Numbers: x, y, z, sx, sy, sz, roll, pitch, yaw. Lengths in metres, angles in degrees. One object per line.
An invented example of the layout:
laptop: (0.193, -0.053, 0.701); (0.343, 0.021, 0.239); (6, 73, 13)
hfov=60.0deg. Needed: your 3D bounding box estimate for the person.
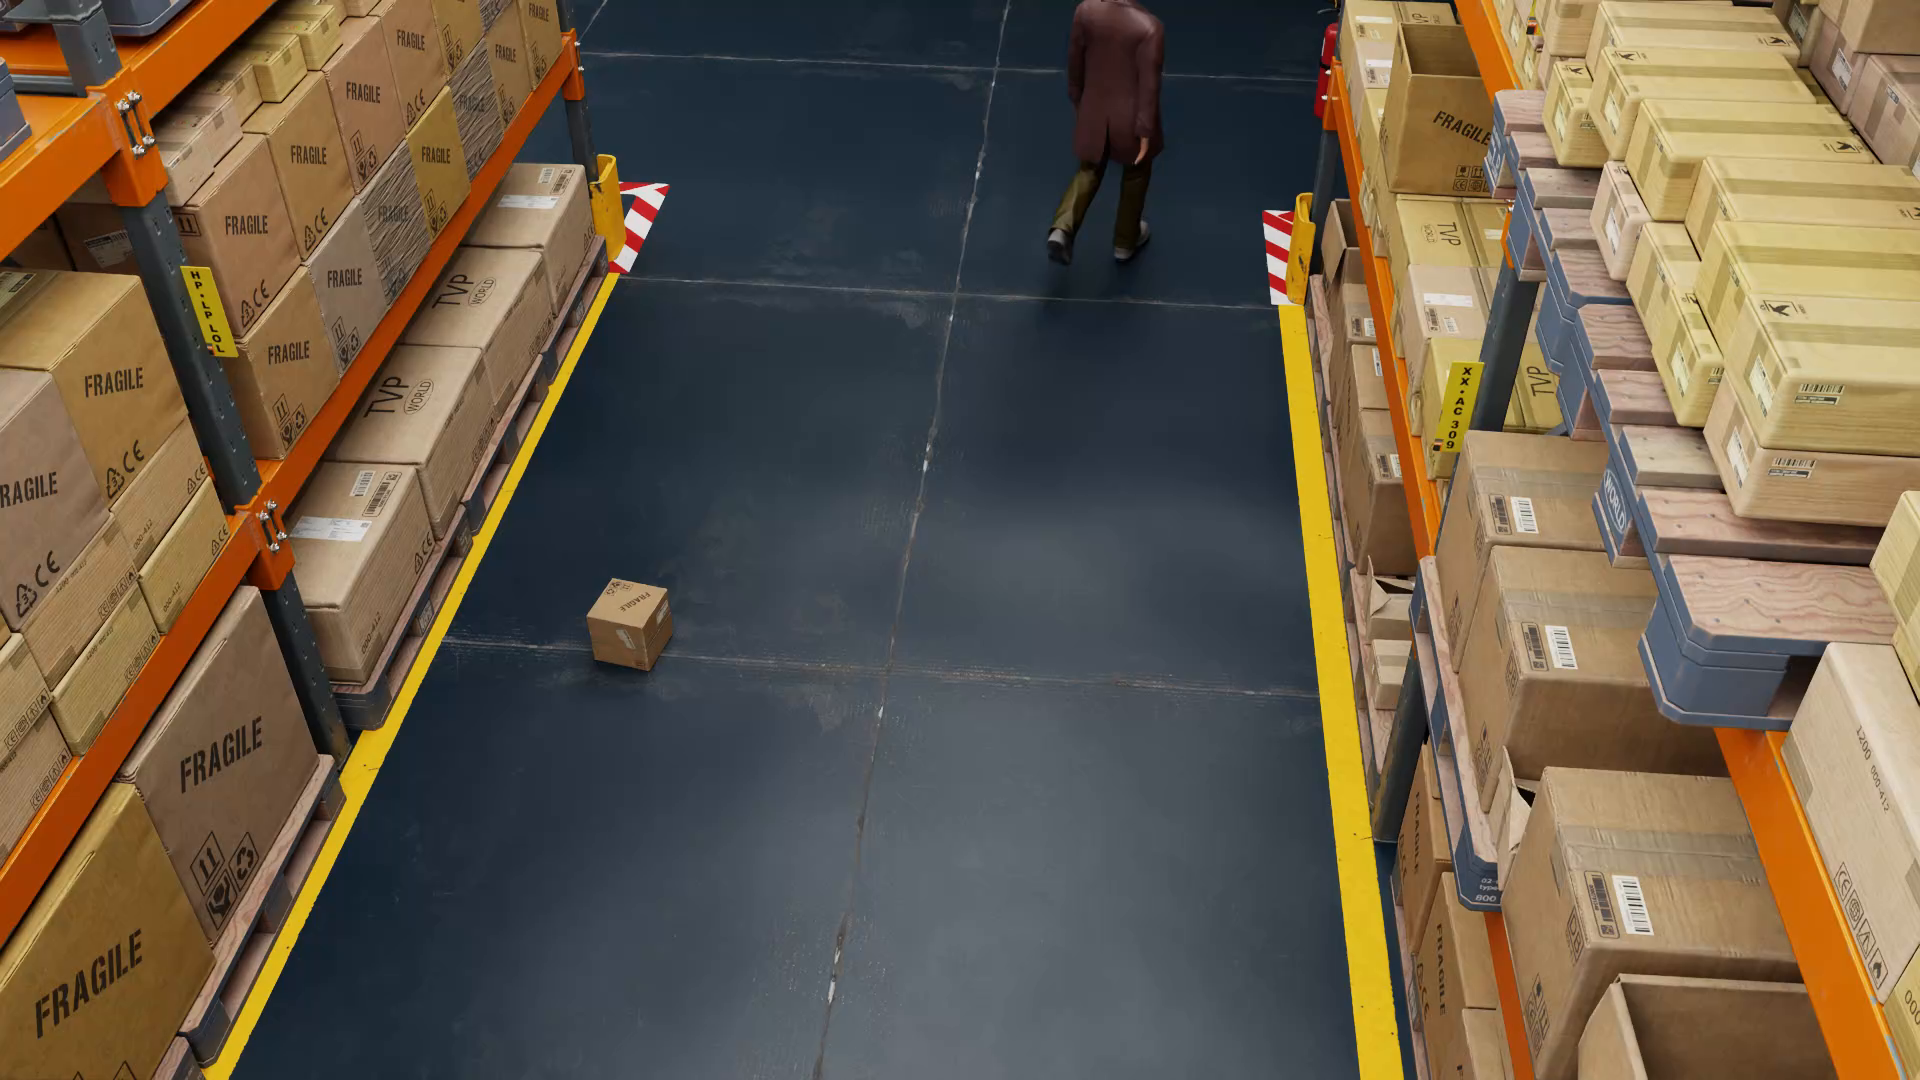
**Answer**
person: (0.789, -2.253, 8.882); (0.589, 1.753, 0.900); (19, 43, 21)
